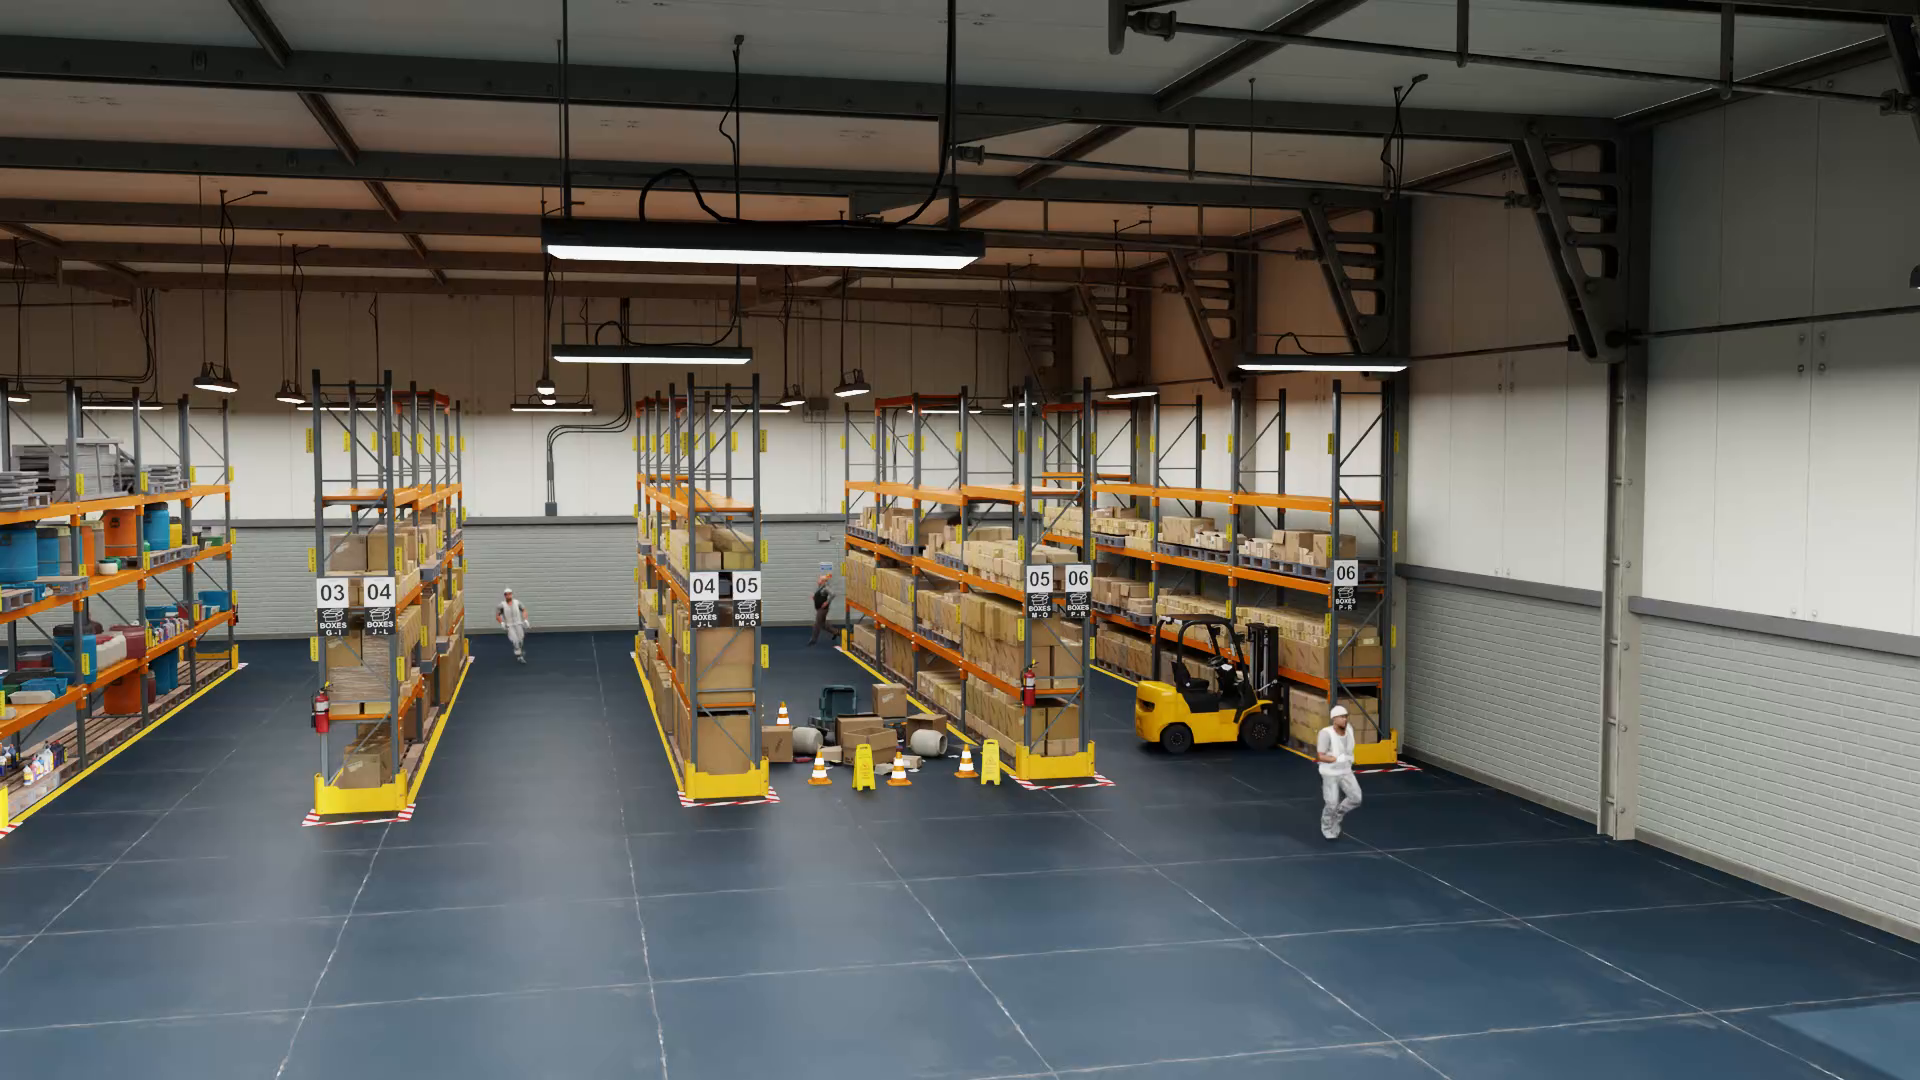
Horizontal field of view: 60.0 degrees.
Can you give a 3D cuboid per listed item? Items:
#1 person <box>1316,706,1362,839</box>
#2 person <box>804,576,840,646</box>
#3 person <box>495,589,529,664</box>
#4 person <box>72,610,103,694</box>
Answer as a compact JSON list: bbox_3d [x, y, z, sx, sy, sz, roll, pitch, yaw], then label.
[{"bbox_3d":[4.758,2.920,20.782,0.726,1.722,0.728,-2,4,-26],"label":"person"},{"bbox_3d":[-3.421,1.744,41.304,0.954,1.721,0.660,-1,3,-19],"label":"person"},{"bbox_3d":[-10.198,1.962,37.880,0.723,1.713,0.559,-1,4,-22],"label":"person"},{"bbox_3d":[-17.263,2.230,32.837,0.691,1.763,0.799,-1,3,-12],"label":"person"}]
